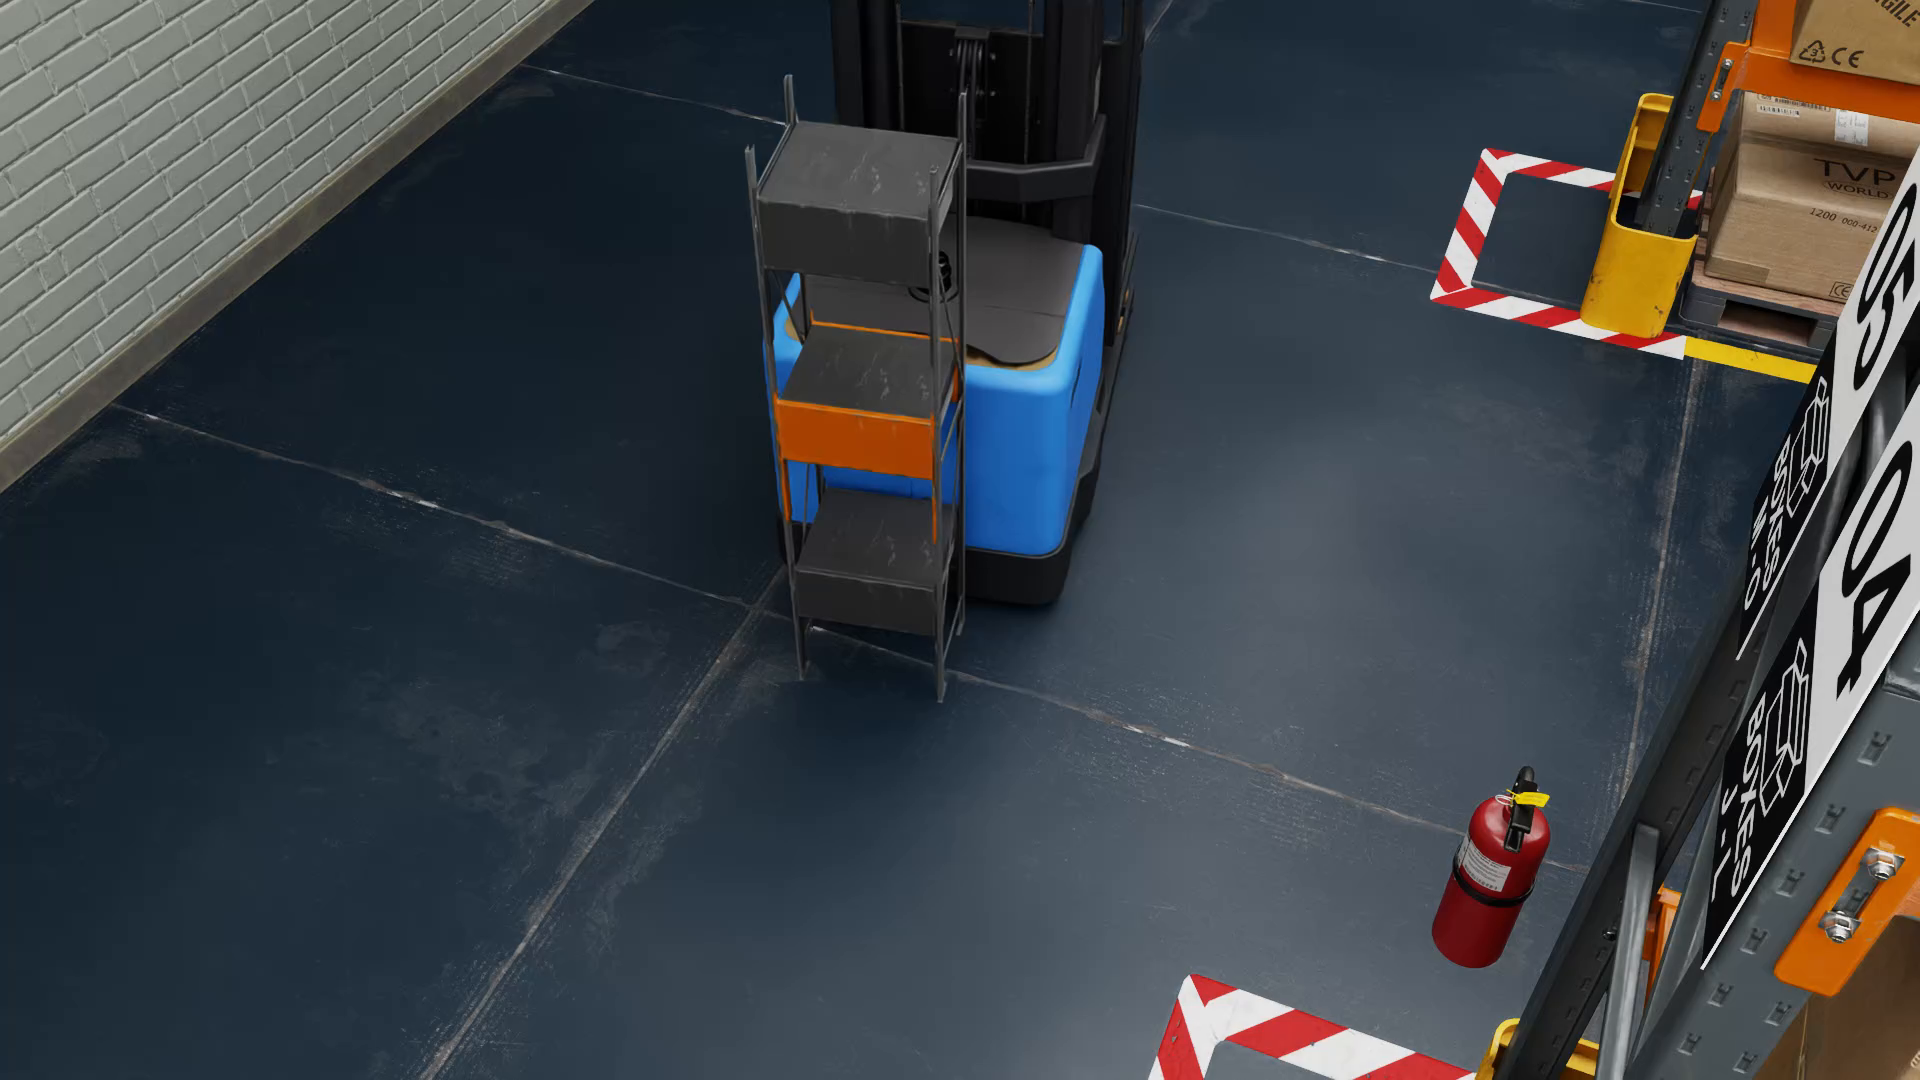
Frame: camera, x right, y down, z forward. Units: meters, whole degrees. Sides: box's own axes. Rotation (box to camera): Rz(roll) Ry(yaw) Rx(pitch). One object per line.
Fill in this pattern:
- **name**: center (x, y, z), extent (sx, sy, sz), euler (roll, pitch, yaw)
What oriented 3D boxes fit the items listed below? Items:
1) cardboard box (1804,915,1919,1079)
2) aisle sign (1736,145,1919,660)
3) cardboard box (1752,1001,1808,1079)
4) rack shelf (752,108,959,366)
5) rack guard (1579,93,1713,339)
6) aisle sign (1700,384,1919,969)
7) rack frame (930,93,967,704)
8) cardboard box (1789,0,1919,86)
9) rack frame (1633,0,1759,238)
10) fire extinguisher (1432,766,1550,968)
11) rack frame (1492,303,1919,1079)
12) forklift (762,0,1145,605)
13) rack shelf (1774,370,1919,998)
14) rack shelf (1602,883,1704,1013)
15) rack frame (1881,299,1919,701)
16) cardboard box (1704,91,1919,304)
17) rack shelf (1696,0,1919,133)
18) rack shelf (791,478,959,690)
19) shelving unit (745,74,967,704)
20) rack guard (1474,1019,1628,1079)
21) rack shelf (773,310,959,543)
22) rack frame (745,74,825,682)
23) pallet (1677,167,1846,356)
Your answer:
- **cardboard box**: center (1.577, 0.720, 2.409), extent (0.500, 0.500, 0.500), euler (16, 47, 16)
- **aisle sign**: center (1.313, -0.216, 2.498), extent (0.004, 0.787, 0.394), euler (16, 47, 16)
- **cardboard box**: center (1.572, 1.081, 2.755), extent (0.500, 0.500, 0.500), euler (19, 48, 18)
- **rack shelf**: center (-0.268, -0.845, 4.637), extent (0.480, 0.518, 0.431), euler (8, 45, 8)
- **rack guard**: center (3.055, -1.450, 7.353), extent (0.348, 0.500, 1.175), euler (16, 47, 16)
- **aisle sign**: center (1.082, 0.174, 2.105), extent (0.004, 0.787, 0.394), euler (16, 47, 16)
- **rack frame**: center (-0.029, -0.324, 5.086), extent (0.015, 2.100, 0.400), euler (8, 45, 8)
- **cardboard box**: center (3.409, -2.047, 6.110), extent (0.500, 0.500, 0.500), euler (16, 47, 16)
- **rack frame**: center (3.077, -2.329, 6.464), extent (0.127, 3.000, 1.000), euler (16, 47, 16)
- **fire extinguisher**: center (1.210, 0.711, 3.728), extent (0.183, 0.674, 0.296), euler (16, 47, 16)
- **rack frame**: center (1.264, 0.920, 3.198), extent (0.127, 3.000, 1.000), euler (16, 47, 16)
- **forklift**: center (0.138, -1.862, 6.043), extent (1.130, 2.935, 3.031), euler (8, 45, 8)
- **rack shelf**: center (3.110, 0.655, 1.848), extent (4.000, 0.370, 1.077), euler (16, 47, 16)
- **rack shelf**: center (3.110, 1.719, 2.906), extent (4.000, 0.370, 1.077), euler (16, 47, 16)
- **rack frame**: center (1.264, -1.206, 1.082), extent (0.127, 3.000, 1.000), euler (16, 47, 16)
- **cardboard box**: center (3.725, -1.456, 7.105), extent (0.875, 0.438, 0.875), euler (15, 47, 15)
- **rack shelf**: center (4.923, -1.531, 6.172), extent (4.000, 0.370, 1.077), euler (16, 47, 16)
- **rack shelf**: center (-0.268, 0.148, 5.625), extent (0.480, 0.518, 0.431), euler (8, 45, 8)
- **shelving unit**: center (-0.268, -0.358, 5.121), extent (0.503, 2.100, 0.431), euler (8, 45, 8)
- **rack guard**: center (1.335, 1.827, 4.059), extent (0.348, 0.500, 1.175), euler (16, 47, 16)
- **rack shelf**: center (-0.268, -0.348, 5.131), extent (0.480, 0.518, 0.431), euler (8, 45, 8)
- **rack frame**: center (-0.507, -0.393, 5.156), extent (0.015, 2.100, 0.400), euler (8, 45, 8)
- **pallet**: center (3.845, -1.175, 7.281), extent (1.213, 0.211, 1.003), euler (16, 47, 16)
